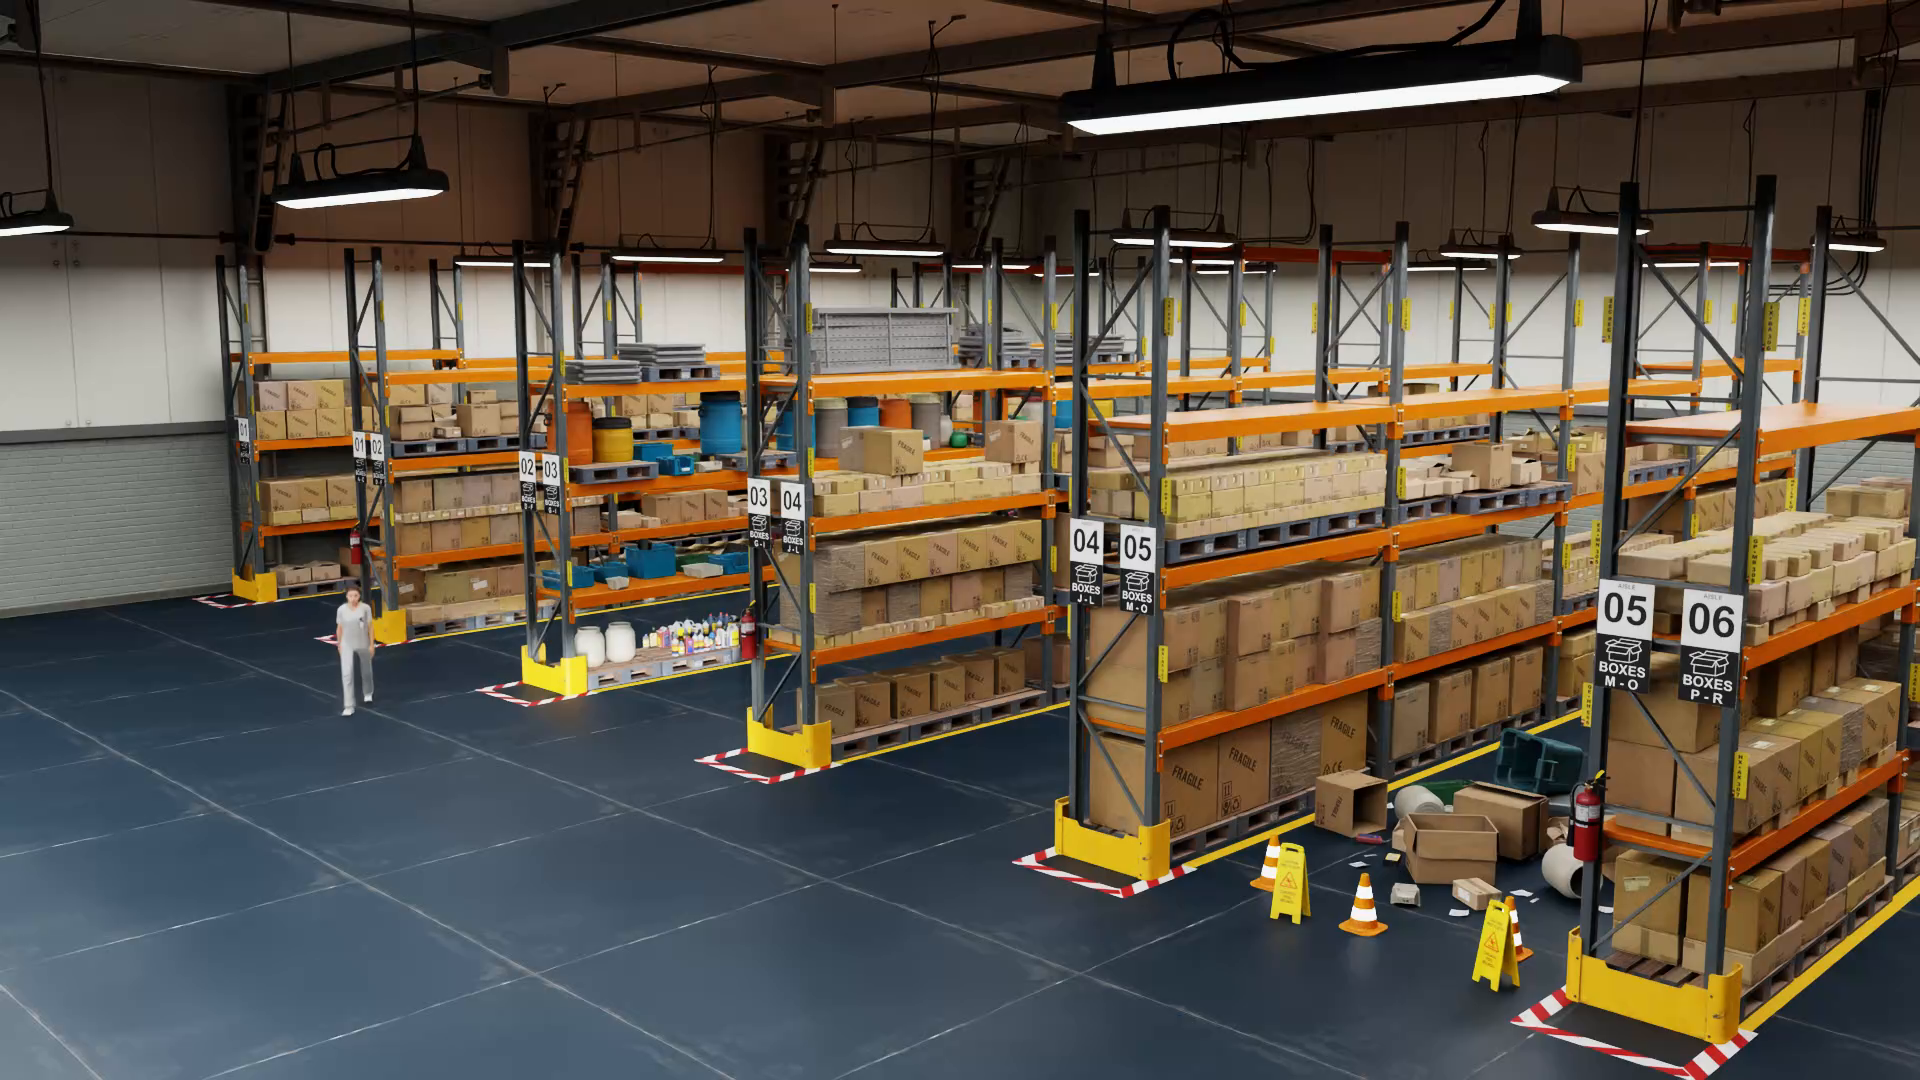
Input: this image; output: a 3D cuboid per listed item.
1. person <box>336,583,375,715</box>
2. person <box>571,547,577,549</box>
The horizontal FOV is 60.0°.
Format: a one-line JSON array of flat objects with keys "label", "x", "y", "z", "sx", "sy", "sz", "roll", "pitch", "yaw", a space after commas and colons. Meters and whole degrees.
[{"label": "person", "x": -7.724, "y": 1.355, "z": 21.245, "sx": 0.454, "sy": 1.640, "sz": 0.882, "roll": -4, "pitch": 9, "yaw": -24}, {"label": "person", "x": -7.176, "y": 0.003, "z": 30.174, "sx": 0.603, "sy": 1.782, "sz": 0.457, "roll": 7, "pitch": 11, "yaw": 41}]
